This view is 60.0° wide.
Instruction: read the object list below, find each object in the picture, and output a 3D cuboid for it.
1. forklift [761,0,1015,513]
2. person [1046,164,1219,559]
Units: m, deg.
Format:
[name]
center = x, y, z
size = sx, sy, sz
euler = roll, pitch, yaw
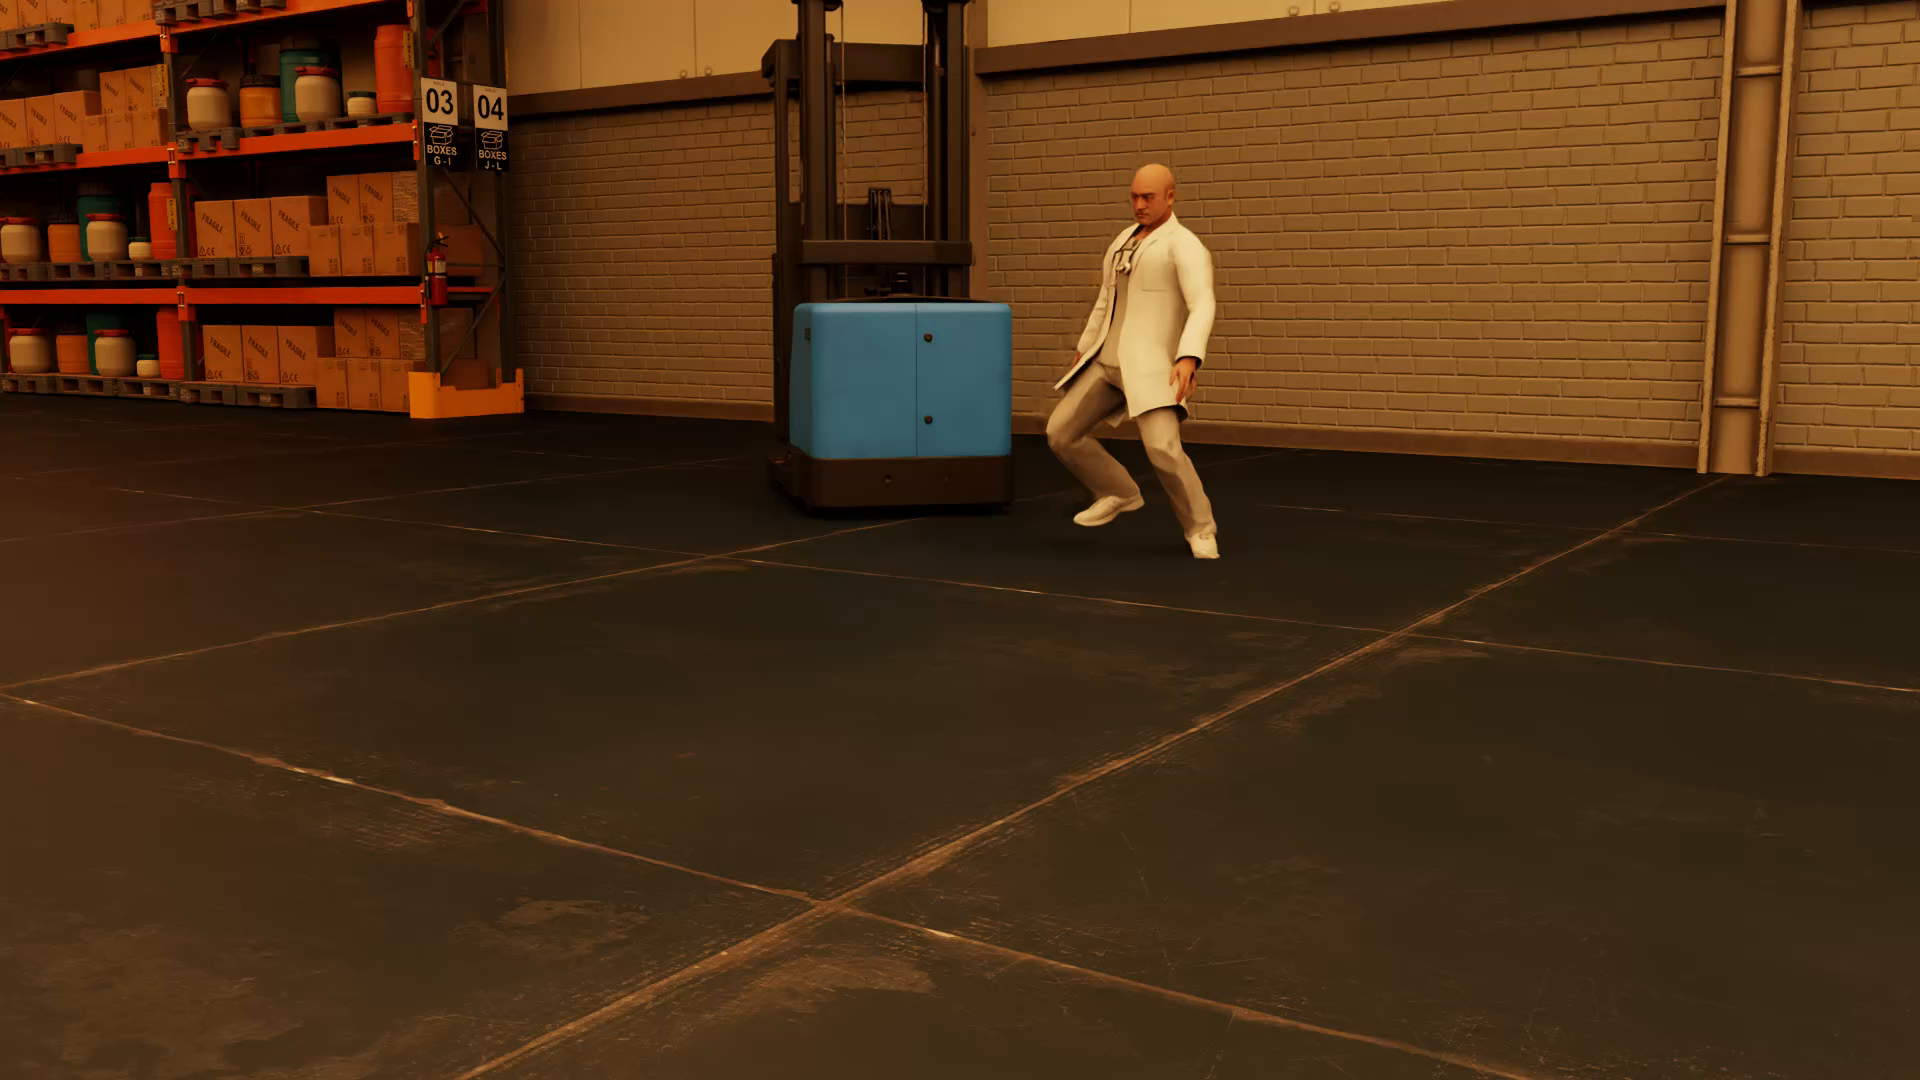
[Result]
[forklift]
center = -0.541, -1.762, 9.583
size = 1.130, 2.935, 3.031
euler = -2, 8, -12
[person]
center = 0.770, -0.784, 7.262
size = 0.590, 1.674, 0.962
euler = -5, 9, -31
